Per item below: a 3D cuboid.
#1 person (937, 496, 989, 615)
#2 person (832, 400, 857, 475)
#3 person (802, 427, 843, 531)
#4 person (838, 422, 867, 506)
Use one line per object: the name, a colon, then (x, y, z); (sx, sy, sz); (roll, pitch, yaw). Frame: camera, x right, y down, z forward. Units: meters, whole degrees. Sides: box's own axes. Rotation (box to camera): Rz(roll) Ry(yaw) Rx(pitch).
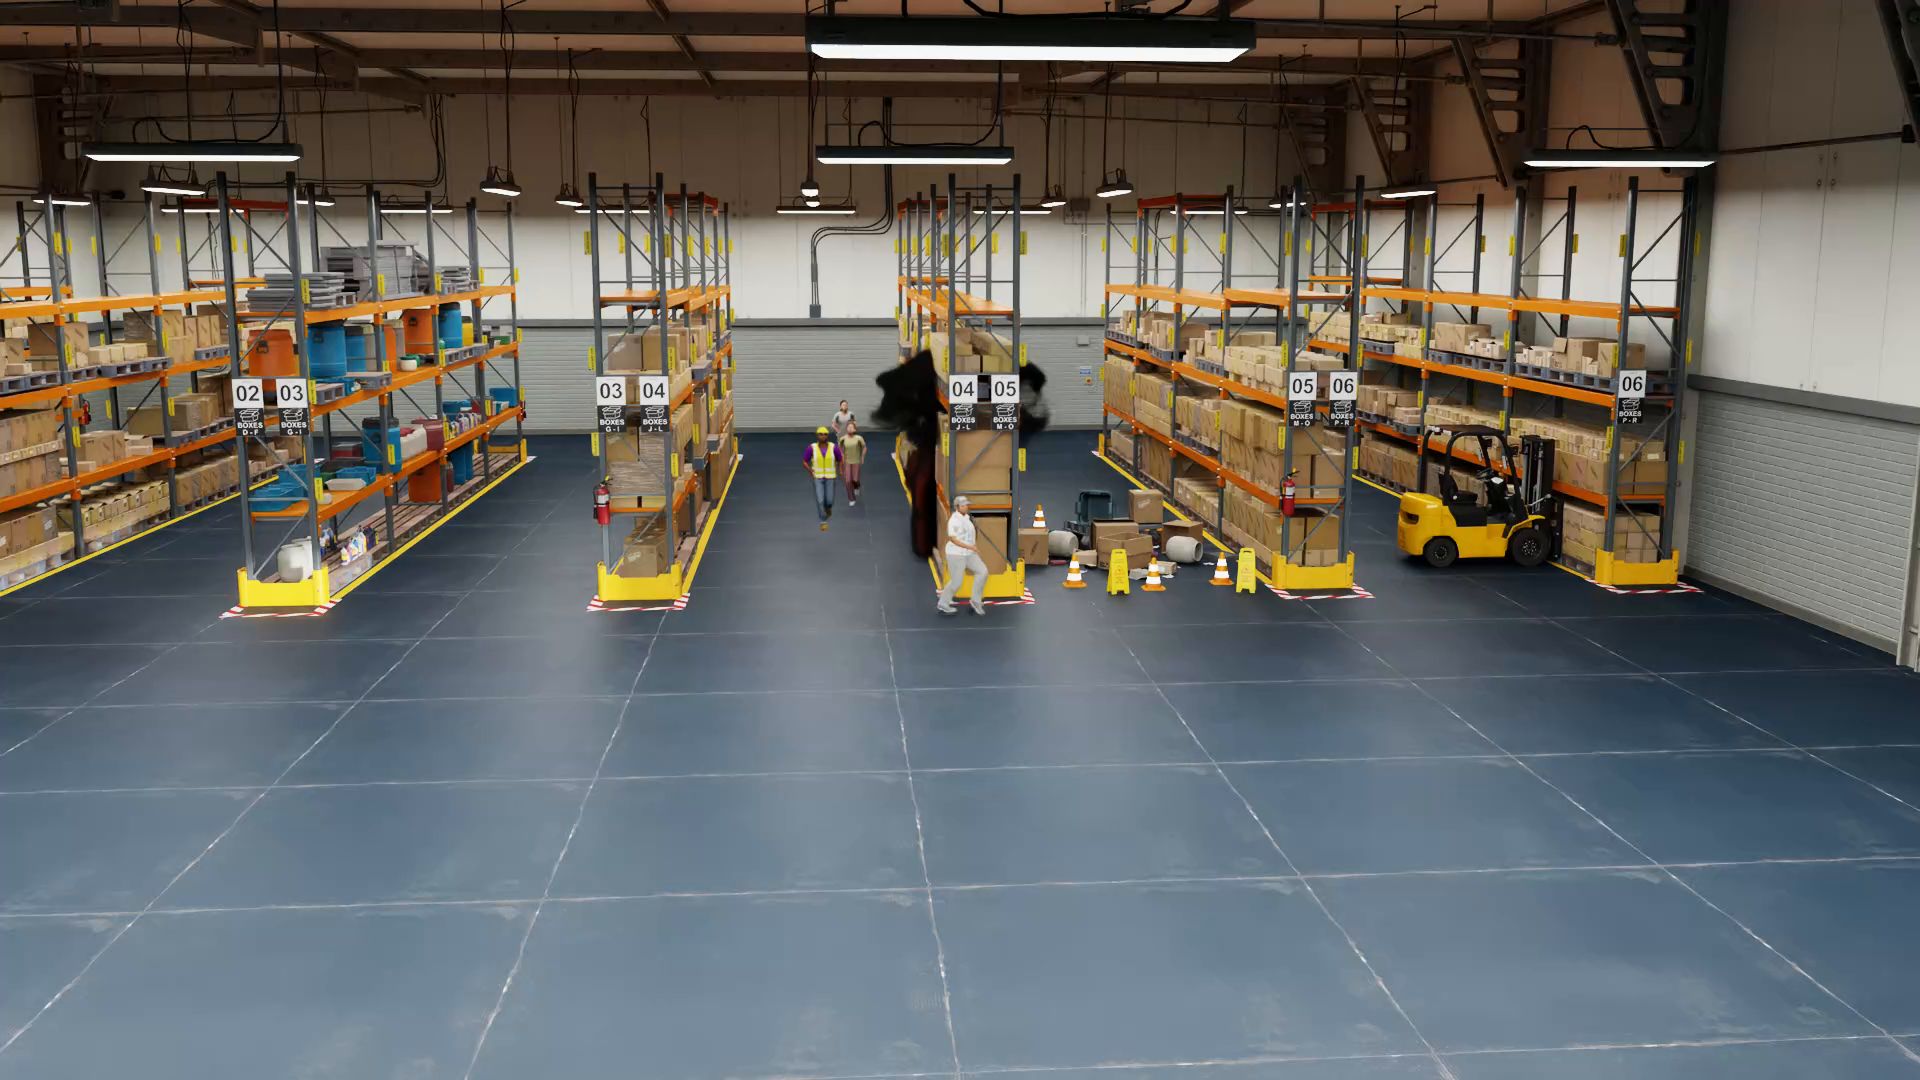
person: (0.012, 0.224, 22.752); (0.687, 1.692, 0.613); (4, 11, 24)
person: (-2.568, -2.288, 37.040); (0.576, 1.665, 0.797); (-2, 10, -10)
person: (-2.312, -1.049, 28.041); (0.702, 1.738, 0.598); (-2, 10, -10)
person: (-2.123, -1.501, 32.572); (0.582, 1.630, 0.566); (0, 10, 2)
